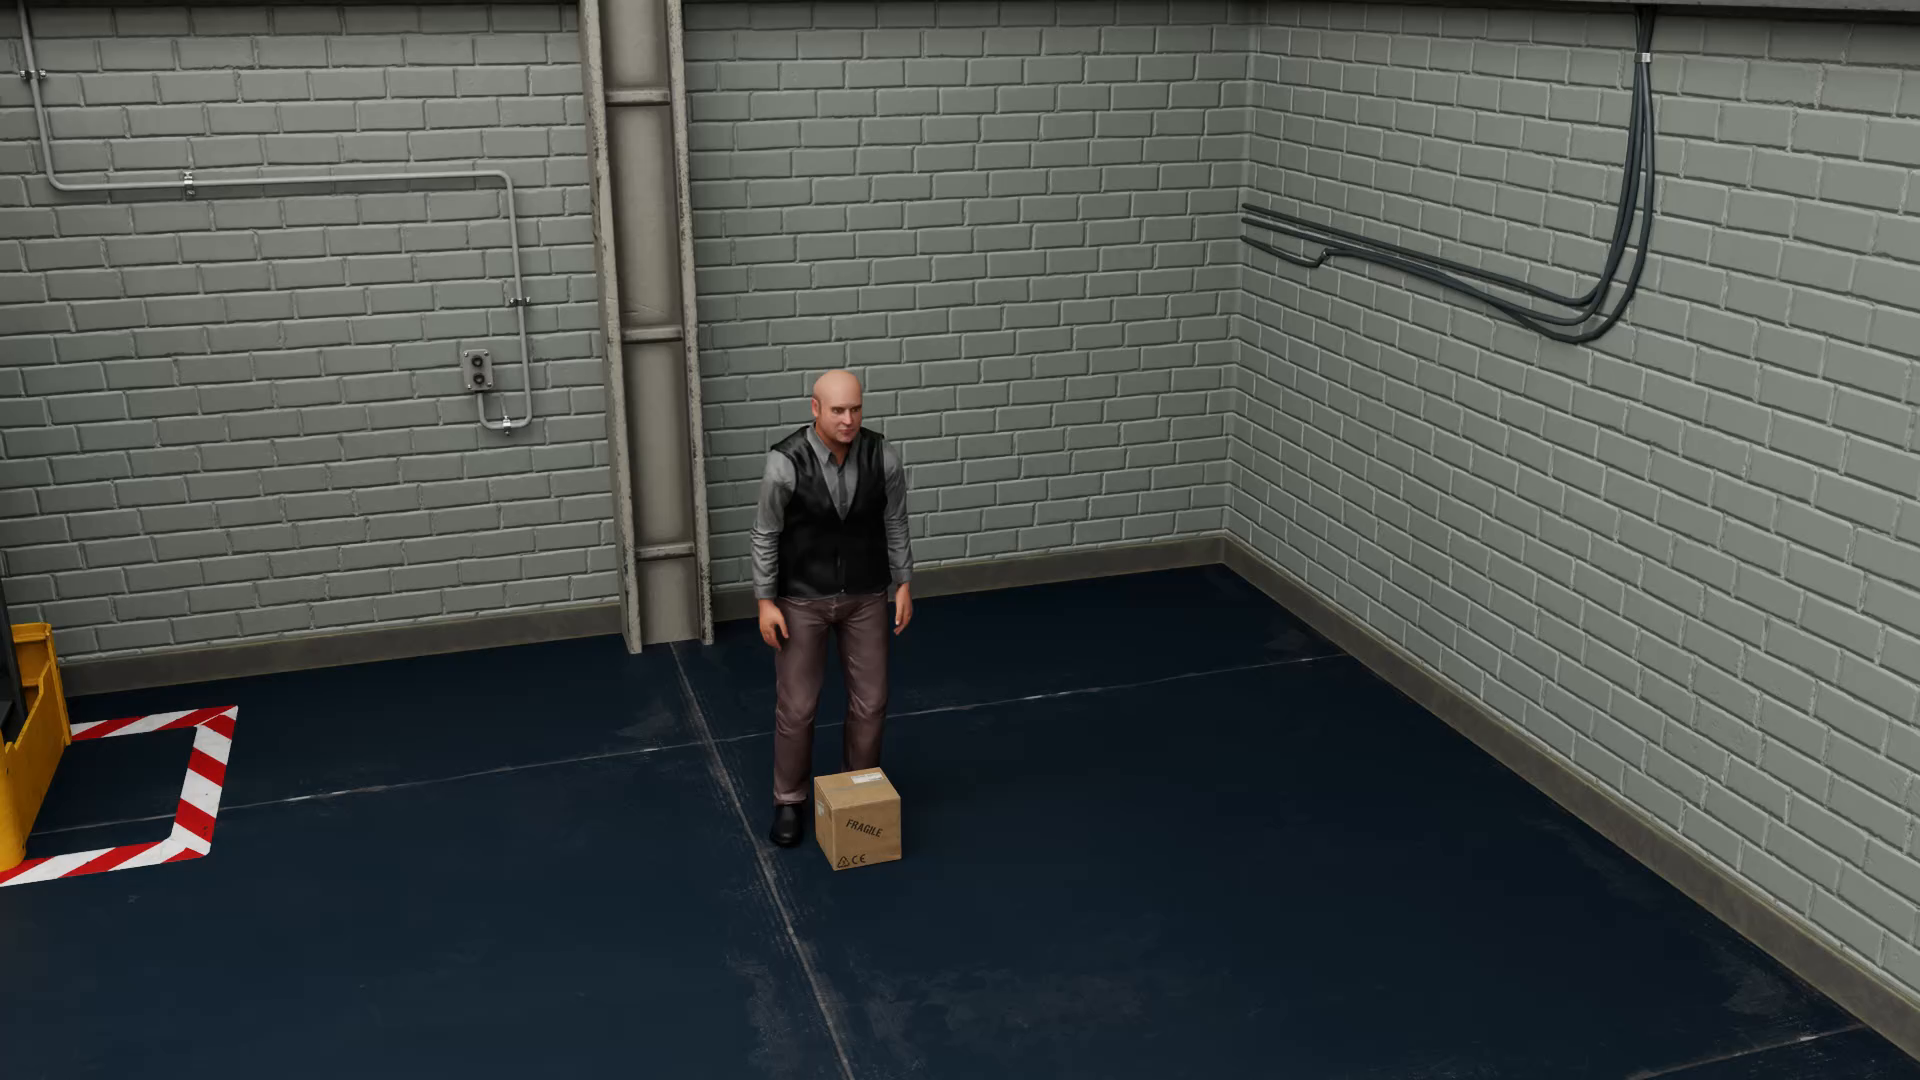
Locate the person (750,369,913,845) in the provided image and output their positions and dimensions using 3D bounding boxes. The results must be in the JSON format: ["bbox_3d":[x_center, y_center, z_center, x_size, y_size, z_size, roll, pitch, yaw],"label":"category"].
[{"bbox_3d":[-0.447,0.224,5.954,0.589,1.721,0.464,-7,20,-19],"label":"person"}]
